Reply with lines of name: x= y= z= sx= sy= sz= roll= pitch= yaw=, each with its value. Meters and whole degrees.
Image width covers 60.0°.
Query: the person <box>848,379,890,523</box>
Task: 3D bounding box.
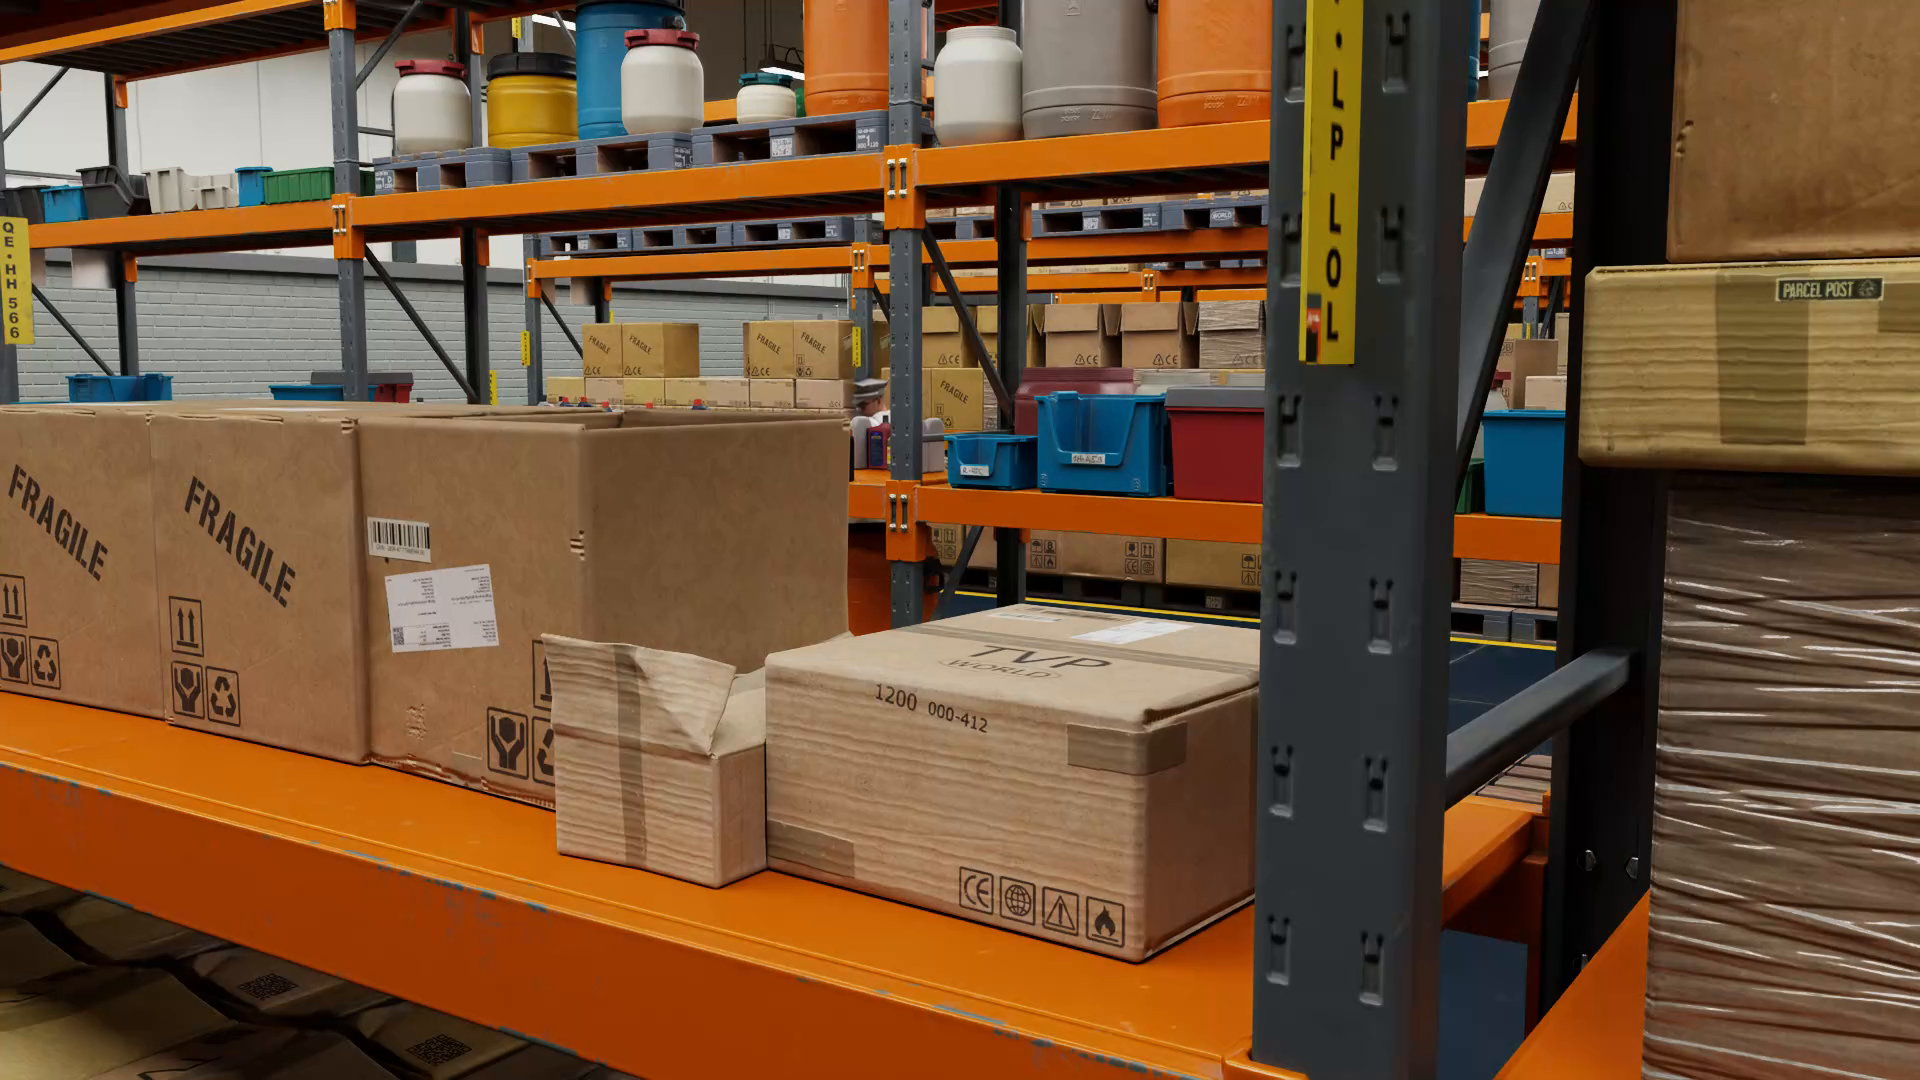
person: x=-0.576 y=-0.205 z=11.036 sx=0.787 sy=1.725 sz=0.573 roll=5 pitch=8 yaw=39
